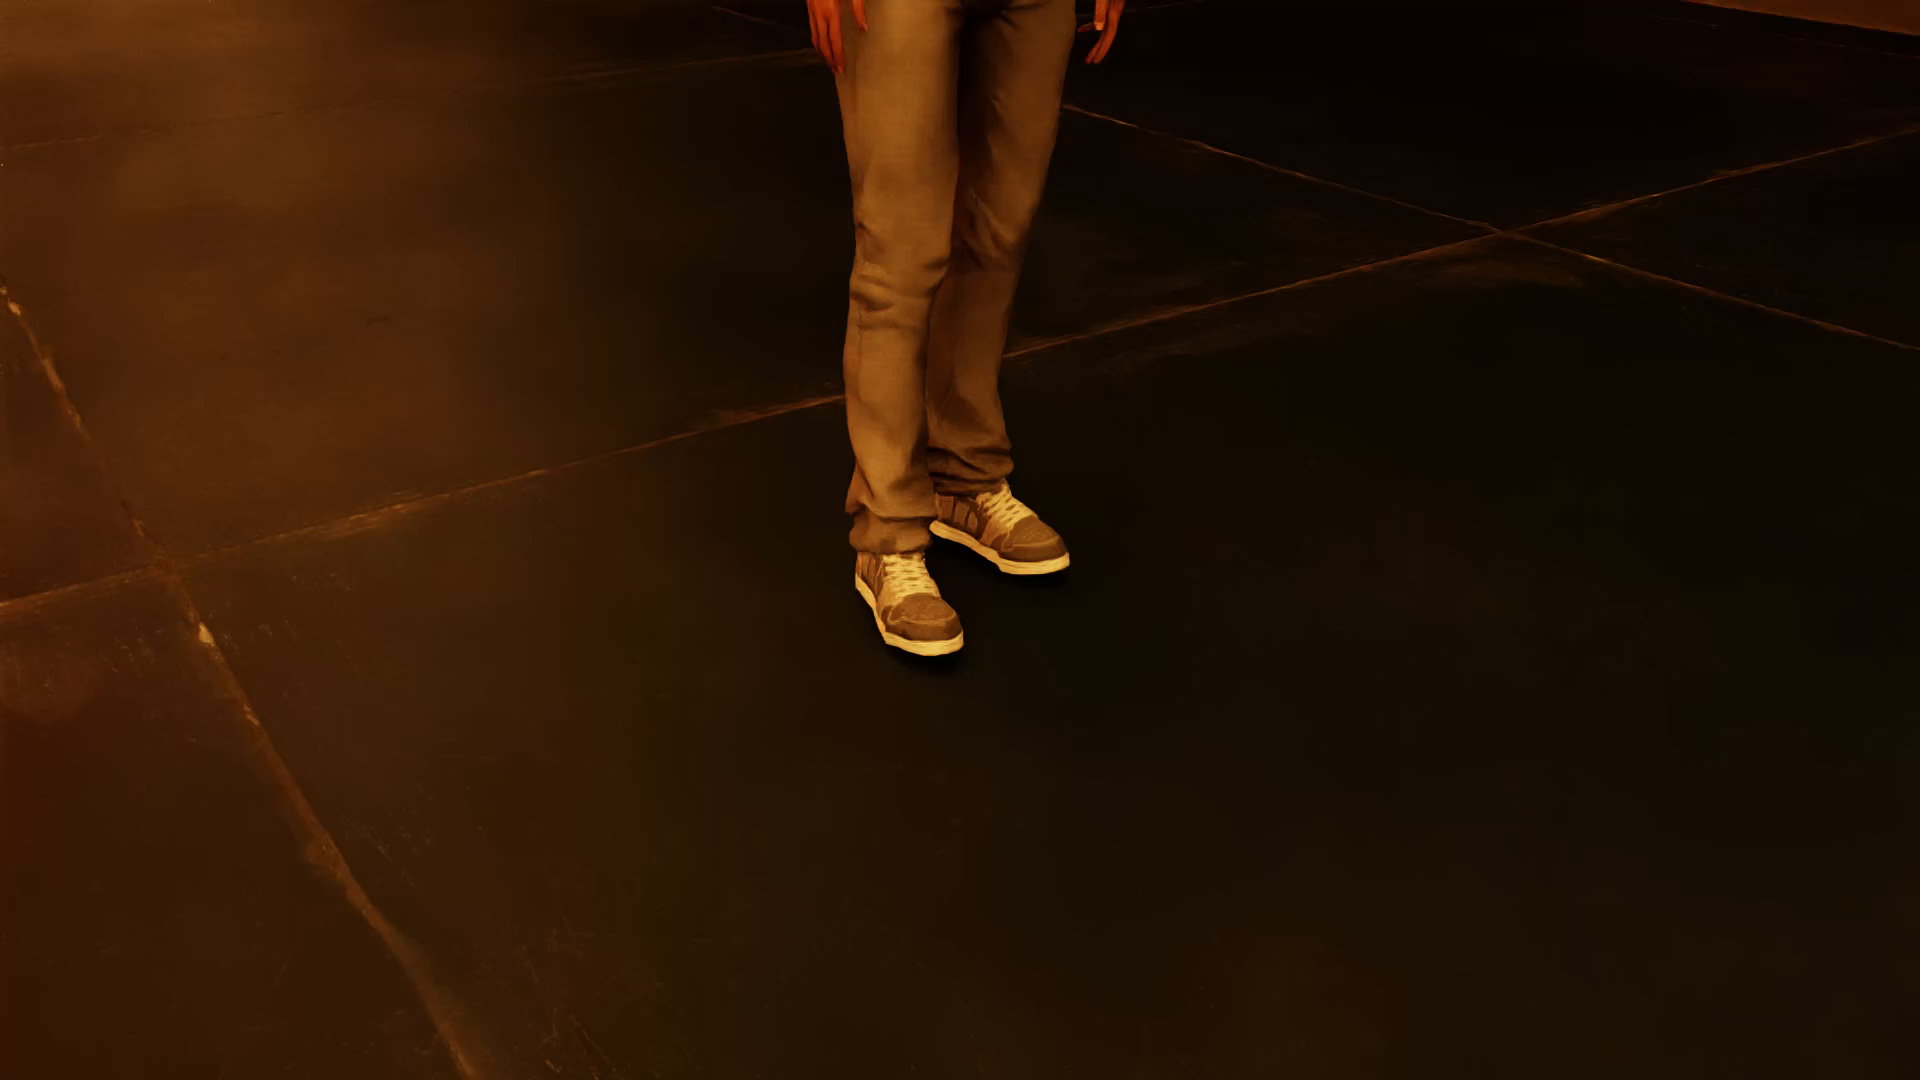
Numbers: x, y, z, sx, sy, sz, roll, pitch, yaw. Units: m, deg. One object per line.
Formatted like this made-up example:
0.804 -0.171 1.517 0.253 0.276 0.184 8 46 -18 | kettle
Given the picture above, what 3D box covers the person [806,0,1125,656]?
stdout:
0.031 -0.689 2.077 0.521 1.597 0.474 -17 31 -31 | person
